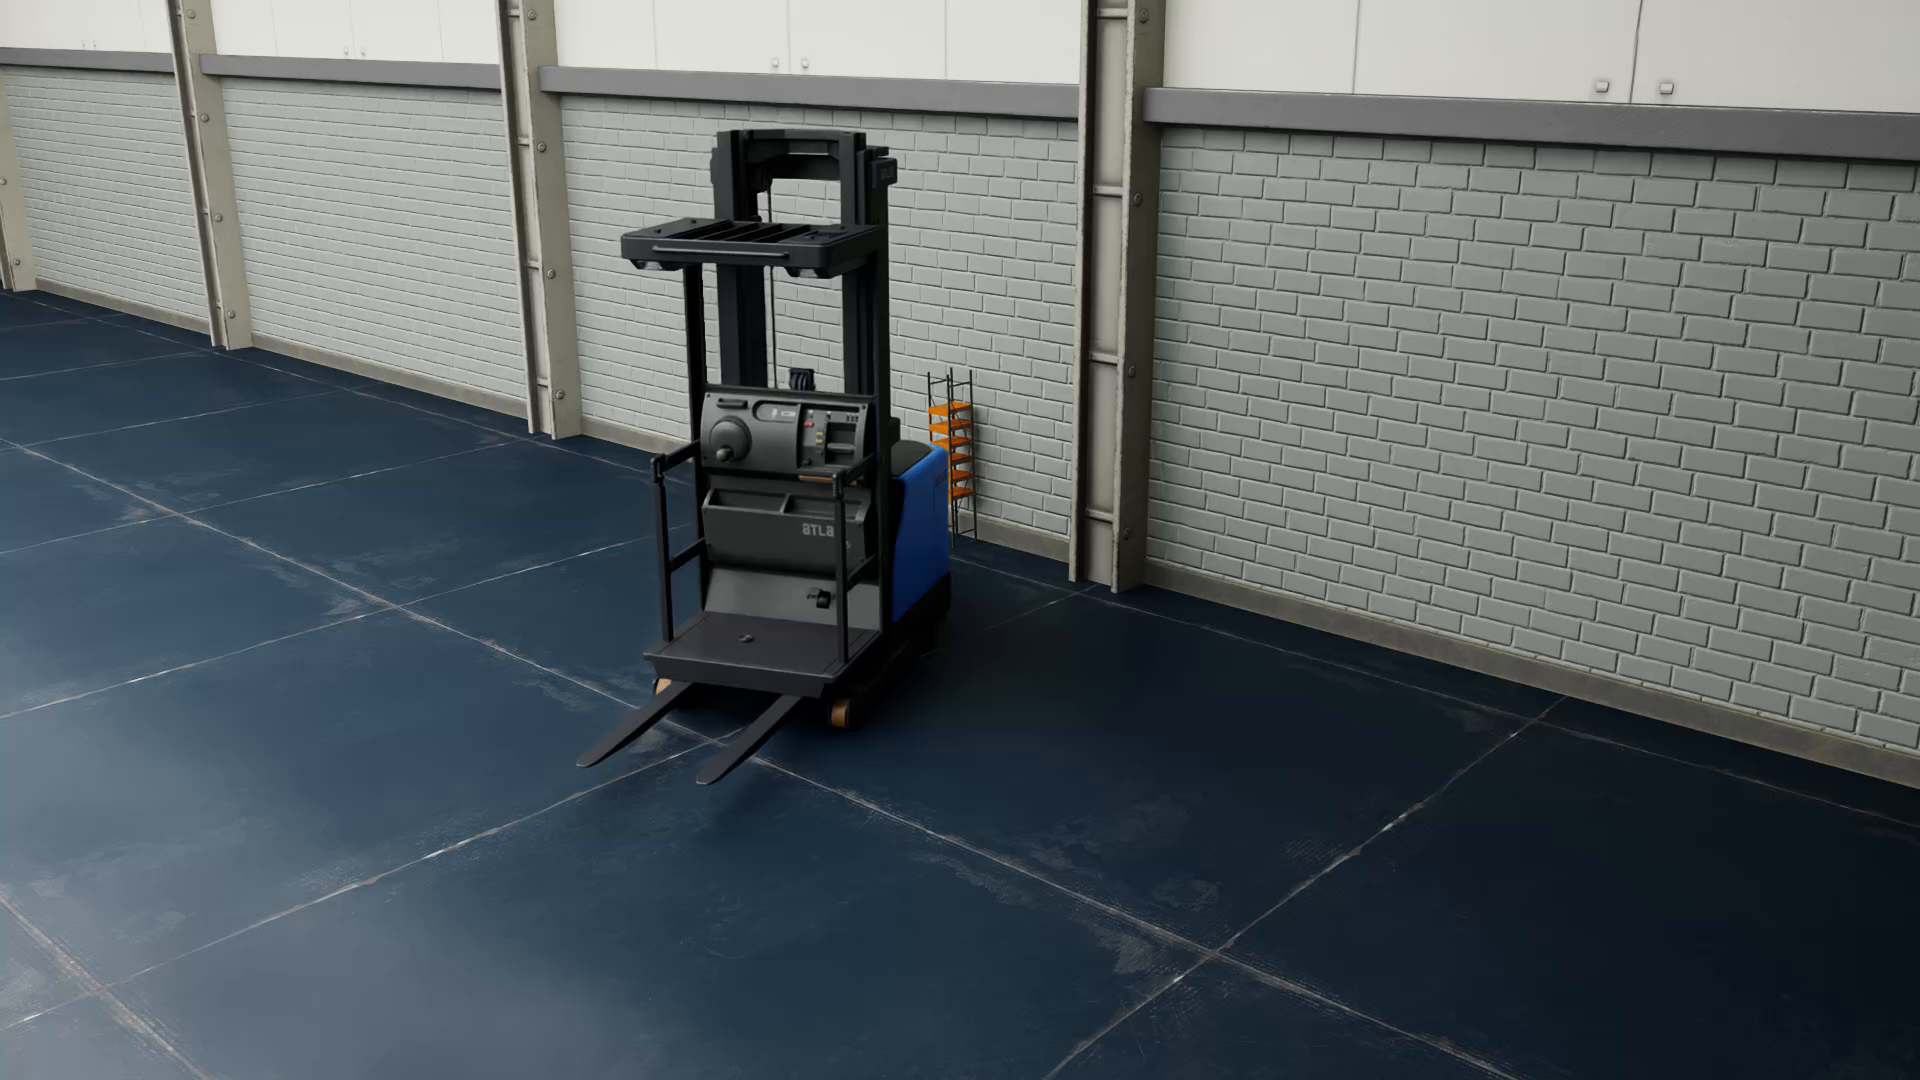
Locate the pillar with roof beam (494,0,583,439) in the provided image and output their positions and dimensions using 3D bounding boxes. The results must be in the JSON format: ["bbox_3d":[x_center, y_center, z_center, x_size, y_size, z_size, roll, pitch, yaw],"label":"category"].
[{"bbox_3d":[-6.392,-4.256,10.145,0.400,9.000,9.100,15,23,39],"label":"pillar with roof beam"}]

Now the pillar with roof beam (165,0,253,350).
[{"bbox_3d":[-10.880,-5.460,13.941,0.400,9.000,9.100,15,23,39],"label":"pillar with roof beam"}]

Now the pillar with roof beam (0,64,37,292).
[{"bbox_3d":[-15.368,-6.665,17.737,0.400,9.000,9.100,15,23,39],"label":"pillar with roof beam"}]

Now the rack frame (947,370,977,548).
[{"bbox_3d":[0.015,-0.550,11.336,0.006,1.200,0.240,13,22,43],"label":"rack frame"}]

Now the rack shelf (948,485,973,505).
[{"bbox_3d":[-0.042,-0.292,11.476,0.180,0.103,0.258,13,22,43],"label":"rack shelf"}]

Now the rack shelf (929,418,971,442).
[{"bbox_3d":[-0.057,-0.754,11.345,0.180,0.103,0.258,13,22,43],"label":"rack shelf"}]

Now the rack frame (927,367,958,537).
[{"bbox_3d":[-0.117,-0.581,11.460,0.006,1.200,0.240,13,22,43],"label":"rack frame"}]

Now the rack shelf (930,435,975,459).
[{"bbox_3d":[-0.053,-0.638,11.377,0.180,0.103,0.258,13,22,43],"label":"rack shelf"}]

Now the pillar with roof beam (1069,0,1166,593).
[{"bbox_3d":[-1.905,-3.051,6.349,0.400,9.000,9.100,15,23,39],"label":"pillar with roof beam"}]

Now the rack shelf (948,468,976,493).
[{"bbox_3d":[-0.046,-0.408,11.443,0.180,0.103,0.258,13,22,43],"label":"rack shelf"}]

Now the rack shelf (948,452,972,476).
[{"bbox_3d":[-0.050,-0.523,11.410,0.180,0.103,0.258,13,22,43],"label":"rack shelf"}]

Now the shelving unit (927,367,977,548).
[{"bbox_3d":[-0.051,-0.566,11.398,0.189,1.200,0.258,13,22,43],"label":"shelving unit"}]

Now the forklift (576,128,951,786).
[{"bbox_3d":[-0.986,-0.558,8.524,1.130,2.935,3.031,5,18,17],"label":"forklift"}]

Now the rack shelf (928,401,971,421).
[{"bbox_3d":[-0.061,-0.869,11.312,0.180,0.103,0.258,13,22,43],"label":"rack shelf"}]
